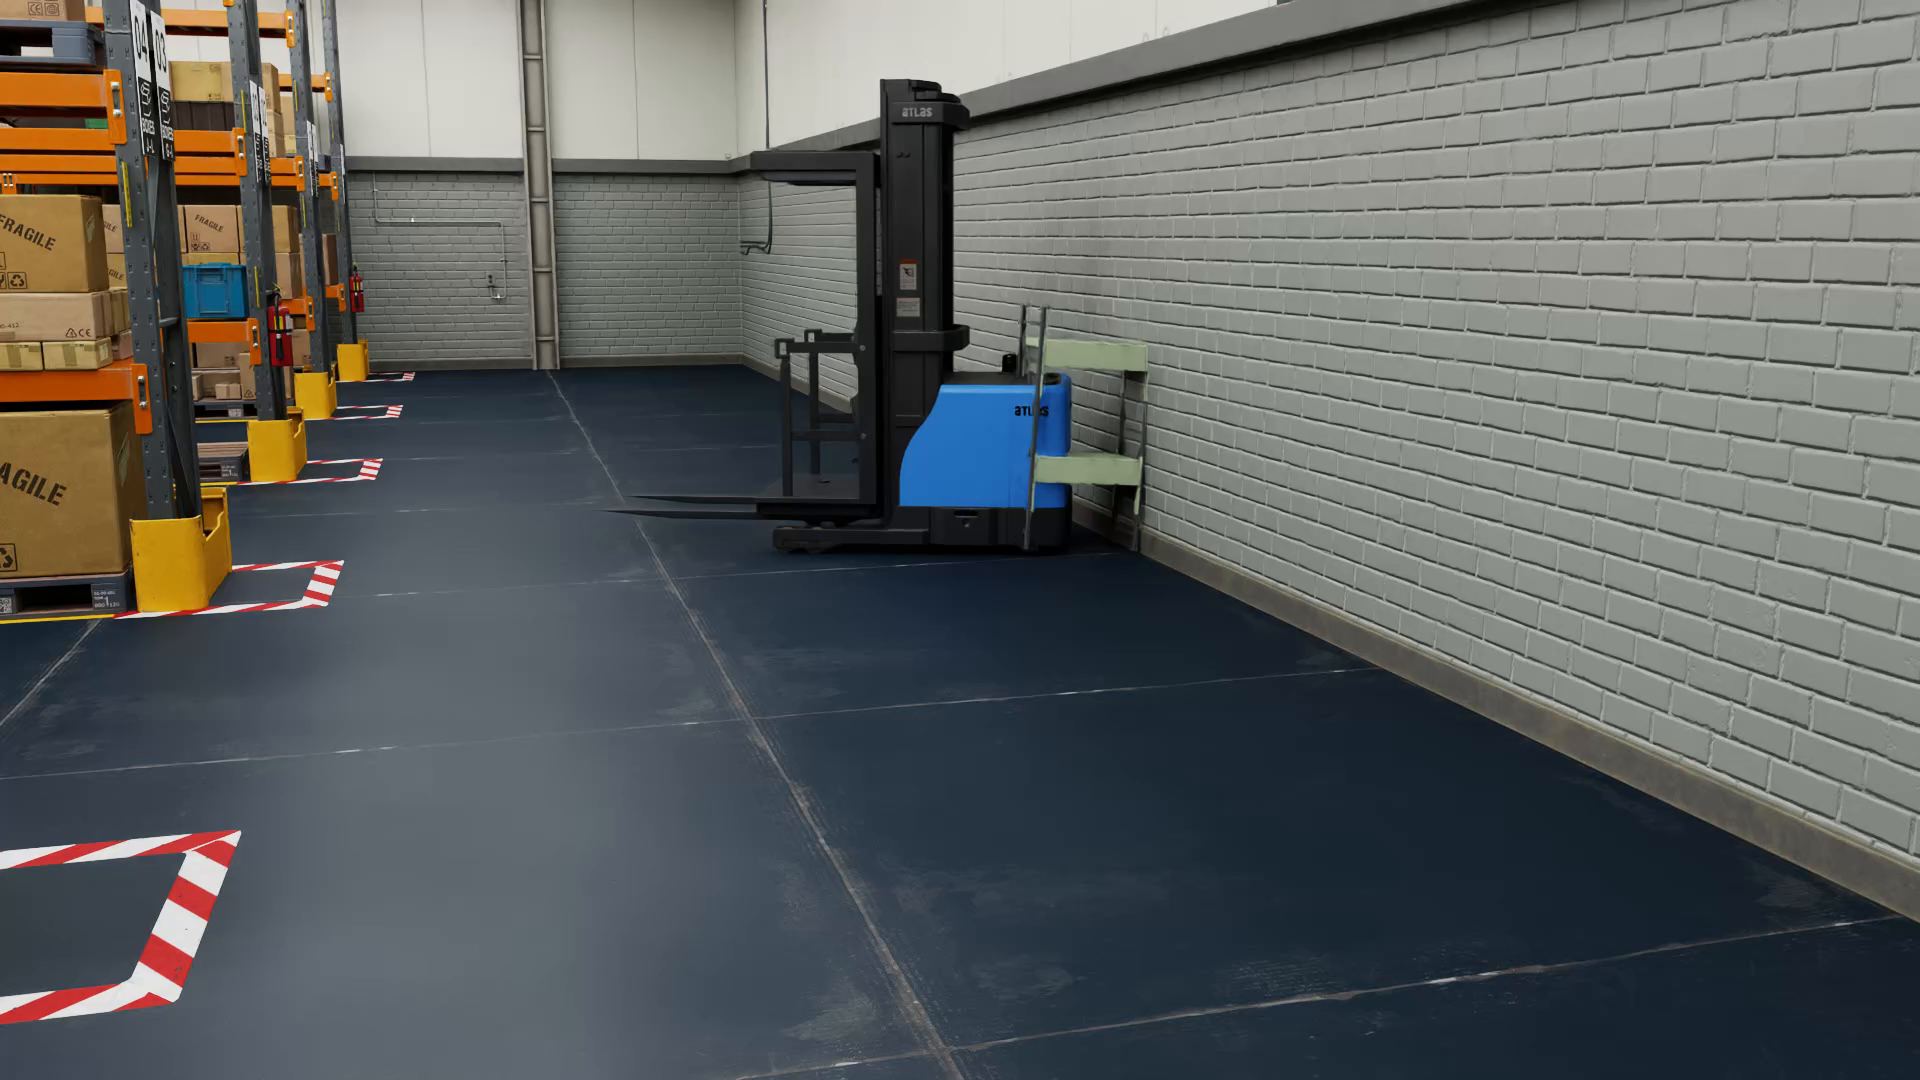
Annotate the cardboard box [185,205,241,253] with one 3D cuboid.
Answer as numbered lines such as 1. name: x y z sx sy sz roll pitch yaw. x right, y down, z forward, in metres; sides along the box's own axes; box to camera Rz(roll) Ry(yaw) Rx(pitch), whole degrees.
1. cardboard box: -8.038 -3.358 17.964 0.500 0.500 0.500 -3 11 -14

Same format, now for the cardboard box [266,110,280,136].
1. cardboard box: -7.625 -4.490 17.900 0.500 0.250 0.500 -3 11 -16

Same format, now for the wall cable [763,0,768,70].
1. wall cable: -2.305 -7.435 21.205 0.112 2.526 3.097 -3 11 -16

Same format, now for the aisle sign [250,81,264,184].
1. aisle sign: -5.671 -3.283 13.415 0.004 0.787 0.394 -3 11 -16

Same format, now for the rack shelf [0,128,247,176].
1. rack shelf: -7.742 -3.072 13.151 4.000 0.370 1.077 -3 11 -16

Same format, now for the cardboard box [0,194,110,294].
1. cardboard box: -4.832 -1.562 8.766 0.500 0.500 0.500 -3 11 -15

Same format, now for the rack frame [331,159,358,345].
1. rack frame: -8.591 -3.774 23.262 0.127 3.000 1.000 -3 11 -16

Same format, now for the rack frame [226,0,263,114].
1. rack frame: -5.822 -5.002 13.364 0.127 3.000 1.000 -3 11 -16

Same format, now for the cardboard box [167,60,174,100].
1. cardboard box: -8.646 -4.846 17.761 0.500 0.500 0.700 -3 11 -16

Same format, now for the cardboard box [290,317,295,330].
1. cardboard box: -9.308 -2.979 22.897 0.250 0.149 0.380 -3 11 -17

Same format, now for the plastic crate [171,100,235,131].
1. plastic crate: -6.270 -3.492 13.804 0.590 0.269 0.497 -3 11 -16

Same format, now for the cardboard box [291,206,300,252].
1. cardboard box: -7.703 -3.477 18.613 0.500 0.500 0.500 -3 11 -14

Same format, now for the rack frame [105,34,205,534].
1. rack frame: -4.438 -1.191 9.230 0.127 3.000 1.000 -3 11 -16

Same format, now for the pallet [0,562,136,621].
1. pallet: -5.184 0.235 9.189 1.213 0.211 1.003 -3 11 -16

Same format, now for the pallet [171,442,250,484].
1. pallet: -6.625 -0.645 13.969 1.213 0.211 1.003 -3 11 -16

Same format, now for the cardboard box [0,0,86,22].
1. cardboard box: -4.922 -2.935 8.709 0.500 0.500 0.700 -4 11 -19

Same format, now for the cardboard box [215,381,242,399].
1. cardboard box: -8.070 -1.661 18.393 0.250 0.166 0.380 -3 11 -16

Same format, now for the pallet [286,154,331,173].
1. pallet: -9.301 -5.166 22.784 1.213 0.211 1.003 -3 11 -16

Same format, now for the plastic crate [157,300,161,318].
1. plastic crate: -6.554 -1.879 13.530 0.243 0.136 0.396 -3 11 -16

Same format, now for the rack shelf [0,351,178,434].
1. rack shelf: -6.358 -0.736 8.745 4.000 0.370 1.077 -3 11 -16

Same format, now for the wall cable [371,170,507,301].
1. wall cable: -7.626 -4.503 24.415 1.851 1.984 0.084 -3 11 -16

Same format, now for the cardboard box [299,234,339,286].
1. cardboard box: -9.078 -3.894 23.085 0.700 0.700 0.980 -3 11 -13

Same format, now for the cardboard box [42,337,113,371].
1. cardboard box: -4.688 -0.992 8.844 0.250 0.149 0.380 -3 11 -15

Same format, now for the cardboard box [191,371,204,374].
1. cardboard box: -8.765 -1.748 18.638 0.500 0.250 0.500 -3 11 -16

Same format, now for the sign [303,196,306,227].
1. sign: -7.067 -3.540 17.922 0.005 0.325 0.100 -3 11 -16

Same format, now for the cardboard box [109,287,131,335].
1. cardboard box: -4.974 -1.286 9.339 0.500 0.250 0.500 -3 11 -17

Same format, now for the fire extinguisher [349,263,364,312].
1. fire extinguisher: -8.317 -3.480 22.908 0.183 0.674 0.296 -3 11 -16

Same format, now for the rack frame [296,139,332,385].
1. rack frame: -7.203 -2.913 18.585 0.127 3.000 1.000 -3 11 -16

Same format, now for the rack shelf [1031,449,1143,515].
1. rack shelf: 0.736 -0.382 10.581 0.720 0.370 0.431 1 9 -18

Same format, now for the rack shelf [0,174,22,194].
1. rack shelf: -14.352 -4.592 21.406 4.000 0.370 1.077 -3 11 -16

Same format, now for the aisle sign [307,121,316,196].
1. aisle sign: -7.052 -4.142 18.079 0.004 0.787 0.394 -3 11 -16

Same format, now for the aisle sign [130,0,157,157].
1. aisle sign: -4.285 -2.421 8.731 0.004 0.787 0.394 -3 11 -16

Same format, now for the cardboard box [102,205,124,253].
1. cardboard box: -9.028 -3.305 17.676 0.500 0.500 0.500 -3 11 -14

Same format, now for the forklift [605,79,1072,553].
1. forklift: -0.784 -1.451 10.834 3.031 2.935 1.130 1 10 5

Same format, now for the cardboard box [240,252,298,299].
1. cardboard box: -7.557 -2.892 18.196 0.500 0.500 0.500 -3 11 -14

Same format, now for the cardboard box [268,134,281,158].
1. cardboard box: -7.623 -4.243 17.937 0.500 0.250 0.500 -3 11 -16

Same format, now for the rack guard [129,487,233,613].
1. rack guard: -4.415 0.037 9.463 0.348 0.500 1.175 -3 11 -16

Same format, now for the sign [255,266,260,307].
1. sign: -5.653 -2.037 13.377 0.005 0.325 0.100 -3 11 -16

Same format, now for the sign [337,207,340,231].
1. sign: -8.453 -4.365 22.619 0.005 0.325 0.100 -3 11 -16

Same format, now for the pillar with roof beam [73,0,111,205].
1. pillar with roof beam: -10.798 -5.959 18.563 0.400 9.000 9.100 -3 11 -16

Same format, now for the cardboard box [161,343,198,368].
1. cardboard box: -10.708 -2.619 22.733 0.500 0.500 0.700 -3 11 -15

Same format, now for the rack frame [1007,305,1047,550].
1. rack frame: 0.409 -0.711 10.422 0.023 1.500 0.400 1 9 -18

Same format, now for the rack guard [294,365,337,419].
1. rack guard: -7.276 -1.680 18.791 0.348 0.500 1.175 -3 11 -16

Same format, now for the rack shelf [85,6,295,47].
1. rack shelf: -9.123 -5.407 17.558 4.000 0.370 1.077 -3 11 -16

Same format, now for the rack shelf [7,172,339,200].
1. rack shelf: -10.511 -4.794 22.506 4.000 0.370 1.077 -3 11 -16

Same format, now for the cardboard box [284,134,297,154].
1. cardboard box: -9.220 -5.348 22.505 0.500 0.250 0.500 -3 11 -14

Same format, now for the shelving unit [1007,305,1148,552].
1. shelving unit: 0.758 -0.704 10.532 0.755 1.500 0.431 1 9 -18

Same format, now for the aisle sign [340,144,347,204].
1. aisle sign: -8.438 -5.004 22.763 0.004 0.787 0.394 -3 11 -16

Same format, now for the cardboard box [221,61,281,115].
1. cardboard box: -7.692 -4.900 18.057 0.500 0.500 0.700 -3 11 -16

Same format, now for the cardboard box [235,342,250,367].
1. cardboard box: -9.716 -2.673 23.026 0.500 0.500 0.700 -3 11 -16

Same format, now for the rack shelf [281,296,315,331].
1. rack shelf: -9.123 -2.458 18.100 4.000 0.370 1.077 -3 11 -16

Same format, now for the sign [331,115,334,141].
1. sign: -8.453 -5.551 22.401 0.005 0.325 0.100 -3 11 -16

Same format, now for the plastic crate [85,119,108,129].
1. plastic crate: -6.689 -3.323 13.114 0.336 0.188 0.450 -3 11 -16

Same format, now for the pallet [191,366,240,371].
1. pallet: -10.506 -2.287 22.889 1.213 0.211 1.003 -3 11 -16

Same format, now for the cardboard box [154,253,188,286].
1. cardboard box: -8.535 -2.841 17.918 0.500 0.500 0.500 -3 11 -15
